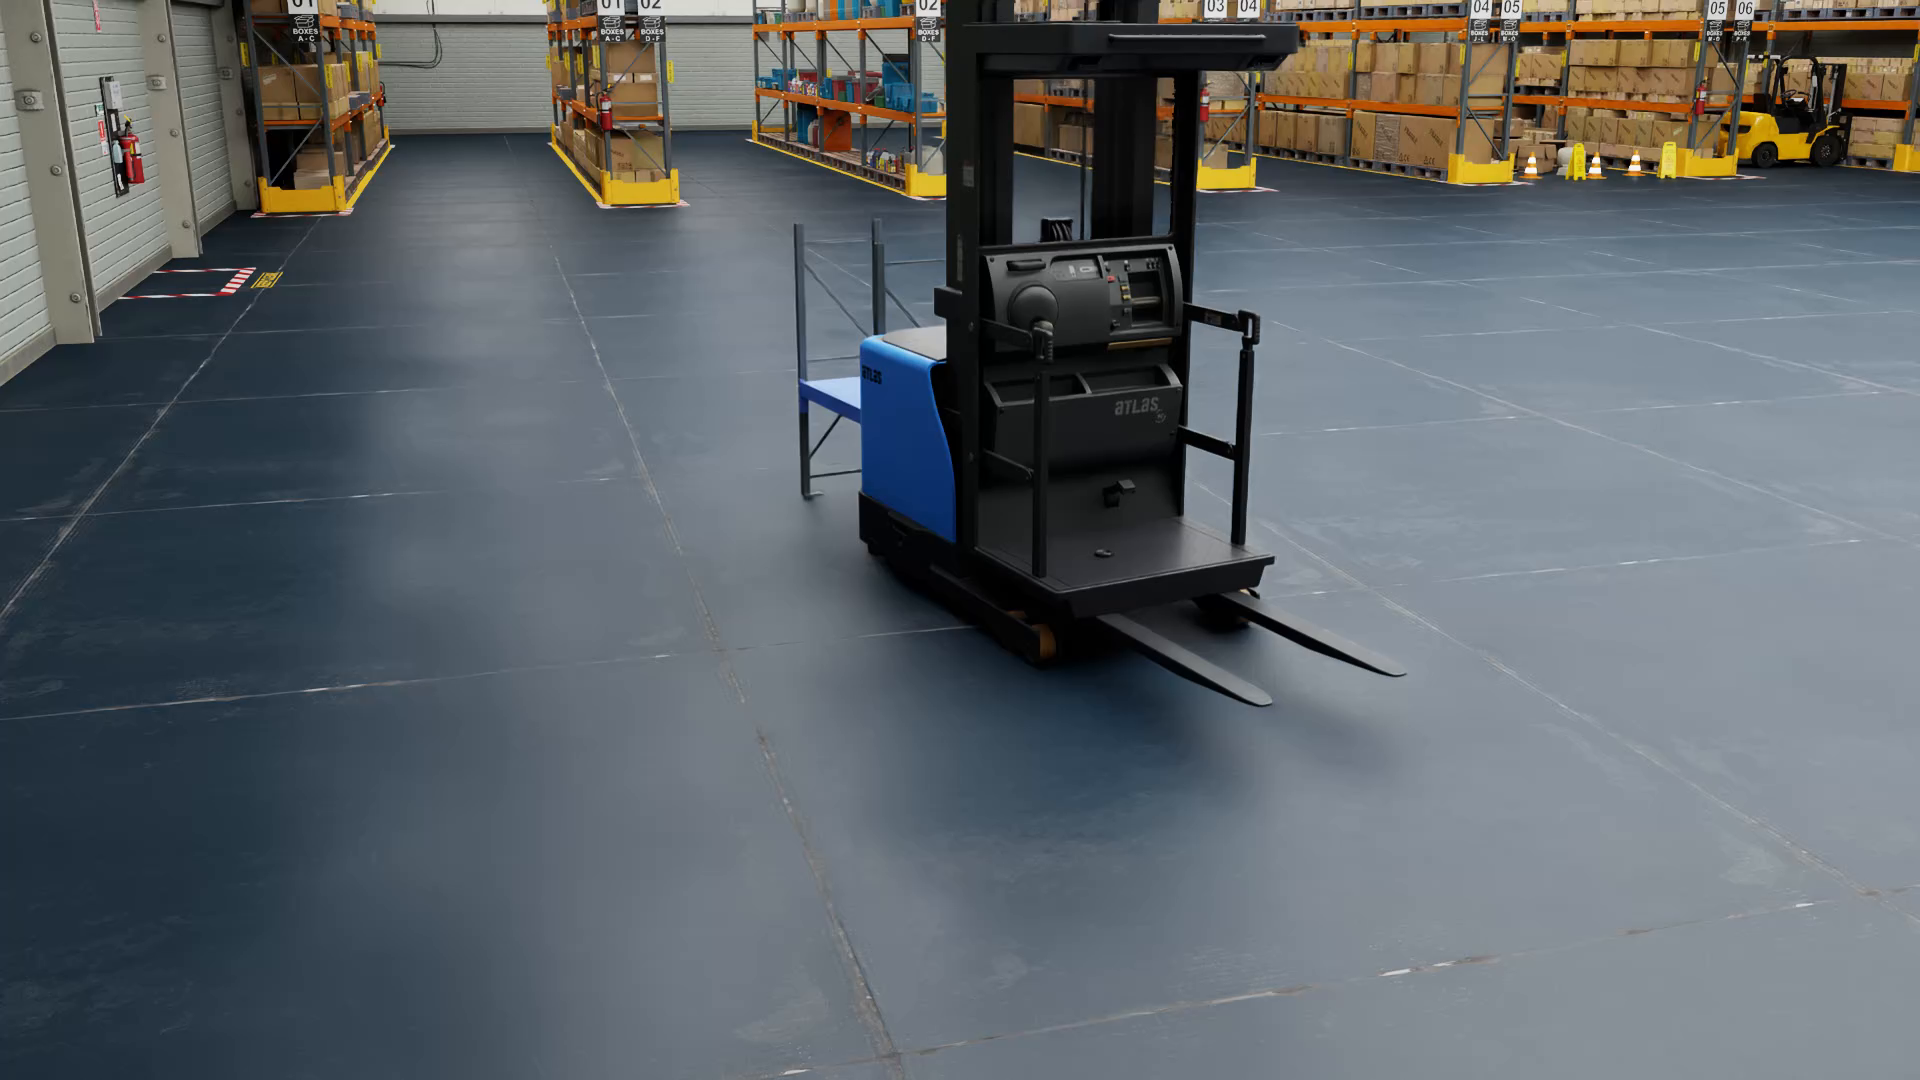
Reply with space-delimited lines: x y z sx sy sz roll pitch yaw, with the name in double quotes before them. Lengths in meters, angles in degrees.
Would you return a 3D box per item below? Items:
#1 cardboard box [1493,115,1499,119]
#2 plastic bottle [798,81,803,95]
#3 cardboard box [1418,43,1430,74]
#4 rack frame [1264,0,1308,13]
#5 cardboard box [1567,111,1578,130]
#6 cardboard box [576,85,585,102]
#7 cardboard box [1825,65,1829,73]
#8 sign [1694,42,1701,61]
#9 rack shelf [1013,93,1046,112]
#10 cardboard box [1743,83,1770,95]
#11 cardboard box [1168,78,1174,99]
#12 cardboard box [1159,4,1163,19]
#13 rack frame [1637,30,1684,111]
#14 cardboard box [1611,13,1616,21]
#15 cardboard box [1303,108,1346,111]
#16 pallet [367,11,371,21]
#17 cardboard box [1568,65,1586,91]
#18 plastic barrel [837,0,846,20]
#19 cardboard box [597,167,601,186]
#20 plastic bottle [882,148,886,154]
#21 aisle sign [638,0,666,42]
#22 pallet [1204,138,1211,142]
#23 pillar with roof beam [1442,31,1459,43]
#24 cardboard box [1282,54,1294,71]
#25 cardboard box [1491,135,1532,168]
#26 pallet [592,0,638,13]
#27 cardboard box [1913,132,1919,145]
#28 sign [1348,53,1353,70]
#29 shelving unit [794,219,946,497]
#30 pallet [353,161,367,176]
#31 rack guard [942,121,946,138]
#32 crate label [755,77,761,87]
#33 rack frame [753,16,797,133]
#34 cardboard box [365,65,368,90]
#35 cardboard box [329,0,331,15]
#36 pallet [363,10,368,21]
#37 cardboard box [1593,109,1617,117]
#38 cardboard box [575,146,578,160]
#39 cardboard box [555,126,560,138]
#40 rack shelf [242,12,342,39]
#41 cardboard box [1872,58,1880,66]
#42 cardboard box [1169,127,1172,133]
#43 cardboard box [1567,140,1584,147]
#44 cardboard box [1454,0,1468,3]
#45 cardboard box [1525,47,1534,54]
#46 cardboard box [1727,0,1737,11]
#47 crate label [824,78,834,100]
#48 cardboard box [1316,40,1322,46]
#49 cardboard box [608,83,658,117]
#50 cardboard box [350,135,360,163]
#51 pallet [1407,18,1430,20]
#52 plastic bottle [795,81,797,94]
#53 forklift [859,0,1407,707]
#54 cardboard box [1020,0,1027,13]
"cardboard box" 14.753 -11.541 45.275 0.500 0.500 0.500 -4 17 -14
"plastic bottle" -3.454 -9.895 36.394 0.152 0.276 0.135 -5 17 -15
"cardboard box" 8.995 -8.874 30.643 0.875 0.550 0.550 -5 17 -15
"rack frame" 7.125 -12.955 35.938 1.000 3.000 0.127 -5 17 -15
"cardboard box" 15.734 -10.569 42.037 0.500 0.500 0.500 -5 17 -17
"cardboard box" -7.138 -8.630 32.123 0.500 0.311 0.500 -5 17 -16
"cardboard box" 17.886 -9.681 34.167 0.380 0.149 0.250 -5 18 -17
"sign" 13.516 -8.956 30.491 0.100 0.325 0.005 -5 17 -15
"rack shelf" 1.778 -9.926 37.534 1.077 0.370 4.000 -5 17 -15
"cardboard box" 17.337 -9.835 36.241 0.500 0.250 0.500 -4 17 -14
"cardboard box" 4.149 -7.978 29.108 0.875 0.500 0.500 -5 17 -15
"cardboard box" 3.734 -9.402 29.584 0.500 0.250 0.500 -5 17 -16
"rack frame" 16.628 -10.895 39.507 1.000 3.000 0.127 -5 17 -15
"cardboard box" 13.091 -10.322 32.822 0.380 0.149 0.250 -5 18 -17
"cardboard box" 9.935 -11.513 45.291 0.875 0.438 0.875 -5 18 -17
"pallet" -13.606 -11.607 36.820 1.003 0.211 1.213 -5 17 -15
"cardboard box" 12.809 -9.441 33.978 0.500 0.500 0.500 -5 17 -15
"plastic barrel" -2.043 -10.382 31.714 0.600 0.901 0.708 -5 17 -15
"cardboard box" -5.580 -5.869 26.827 0.500 0.250 0.500 -5 17 -15
"plastic bottle" -1.374 -6.917 30.105 0.144 0.351 0.185 -5 17 -15
"aisle sign" -4.687 -7.974 25.265 0.394 0.787 0.004 -5 17 -15
"pallet" 6.241 -9.638 40.170 1.003 0.211 1.213 -5 17 -15
"pillar with roof beam" 10.416 -16.457 47.598 9.100 9.000 0.400 -5 17 -15
"cardboard box" 7.379 -10.344 35.762 0.700 0.500 0.500 -5 17 -16
"cardboard box" 10.873 -7.701 32.980 0.797 0.637 0.503 -5 17 -15
"pallet" -5.169 -8.315 25.858 1.003 0.211 1.213 -5 17 -15
"cardboard box" 18.897 -7.952 32.891 0.500 0.250 0.500 -4 17 -14
"sign" 7.705 -9.446 32.811 0.100 0.325 0.005 -5 17 -15
"shelving unit" -0.422 -0.868 8.735 0.538 1.500 1.048 -9 19 -26
"pallet" -11.747 -6.991 31.359 1.003 0.211 1.213 -5 17 -15
"rack guard" 0.123 -10.740 43.338 1.175 0.500 0.348 -5 17 -15
"crate label" -4.882 -11.393 41.354 0.416 0.233 0.303 -5 17 -15
"rack frame" -4.633 -11.539 41.652 1.000 3.000 0.127 -5 17 -15
"cardboard box" -12.410 -9.462 34.011 0.500 0.500 0.500 -5 17 -15
"cardboard box" -10.040 -8.378 25.705 0.500 0.500 0.500 -4 17 -12
"pallet" -13.274 -11.271 35.699 1.003 0.211 1.213 -5 17 -15
"cardboard box" 12.978 -8.583 33.430 0.380 0.149 0.250 -4 17 -13
"cardboard box" -7.197 -7.513 32.298 0.500 0.250 0.500 -5 17 -17
"cardboard box" -9.382 -9.731 39.649 0.500 0.250 0.500 -5 17 -15
"rack shelf" -10.311 -7.975 25.825 1.077 0.370 4.000 -5 17 -15
"cardboard box" 18.333 -9.476 32.966 0.380 0.149 0.250 -5 17 -15
"cardboard box" 5.464 -10.252 41.594 0.380 0.149 0.250 -5 18 -17
"cardboard box" 12.858 -8.094 34.235 0.500 0.250 0.500 -6 18 -18
"cardboard box" 8.906 -9.499 29.181 0.380 0.149 0.250 -5 17 -15
"cardboard box" 12.312 -10.470 35.546 0.380 0.149 0.250 -5 18 -18
"cardboard box" 14.173 -9.956 30.911 0.500 0.250 0.500 -5 17 -16
"crate label" -2.421 -9.047 33.294 0.502 0.435 0.616 -5 17 -15
"cardboard box" 9.681 -13.212 44.183 0.380 0.149 0.250 -5 18 -17
"cardboard box" -5.115 -6.901 26.037 0.700 0.500 0.500 -5 17 -15
"cardboard box" -11.712 -7.361 31.325 0.700 0.500 0.500 -4 17 -14
"pallet" 11.318 -12.330 39.401 1.003 0.211 1.213 -4 17 -13
"plastic bottle" -3.599 -9.996 36.718 0.061 0.283 0.133 -5 17 -15
"forklift" 0.633 -1.045 6.837 1.130 2.935 3.031 -9 19 -26
"cardboard box" 1.746 -11.968 36.958 0.797 0.503 0.637 -5 17 -16
